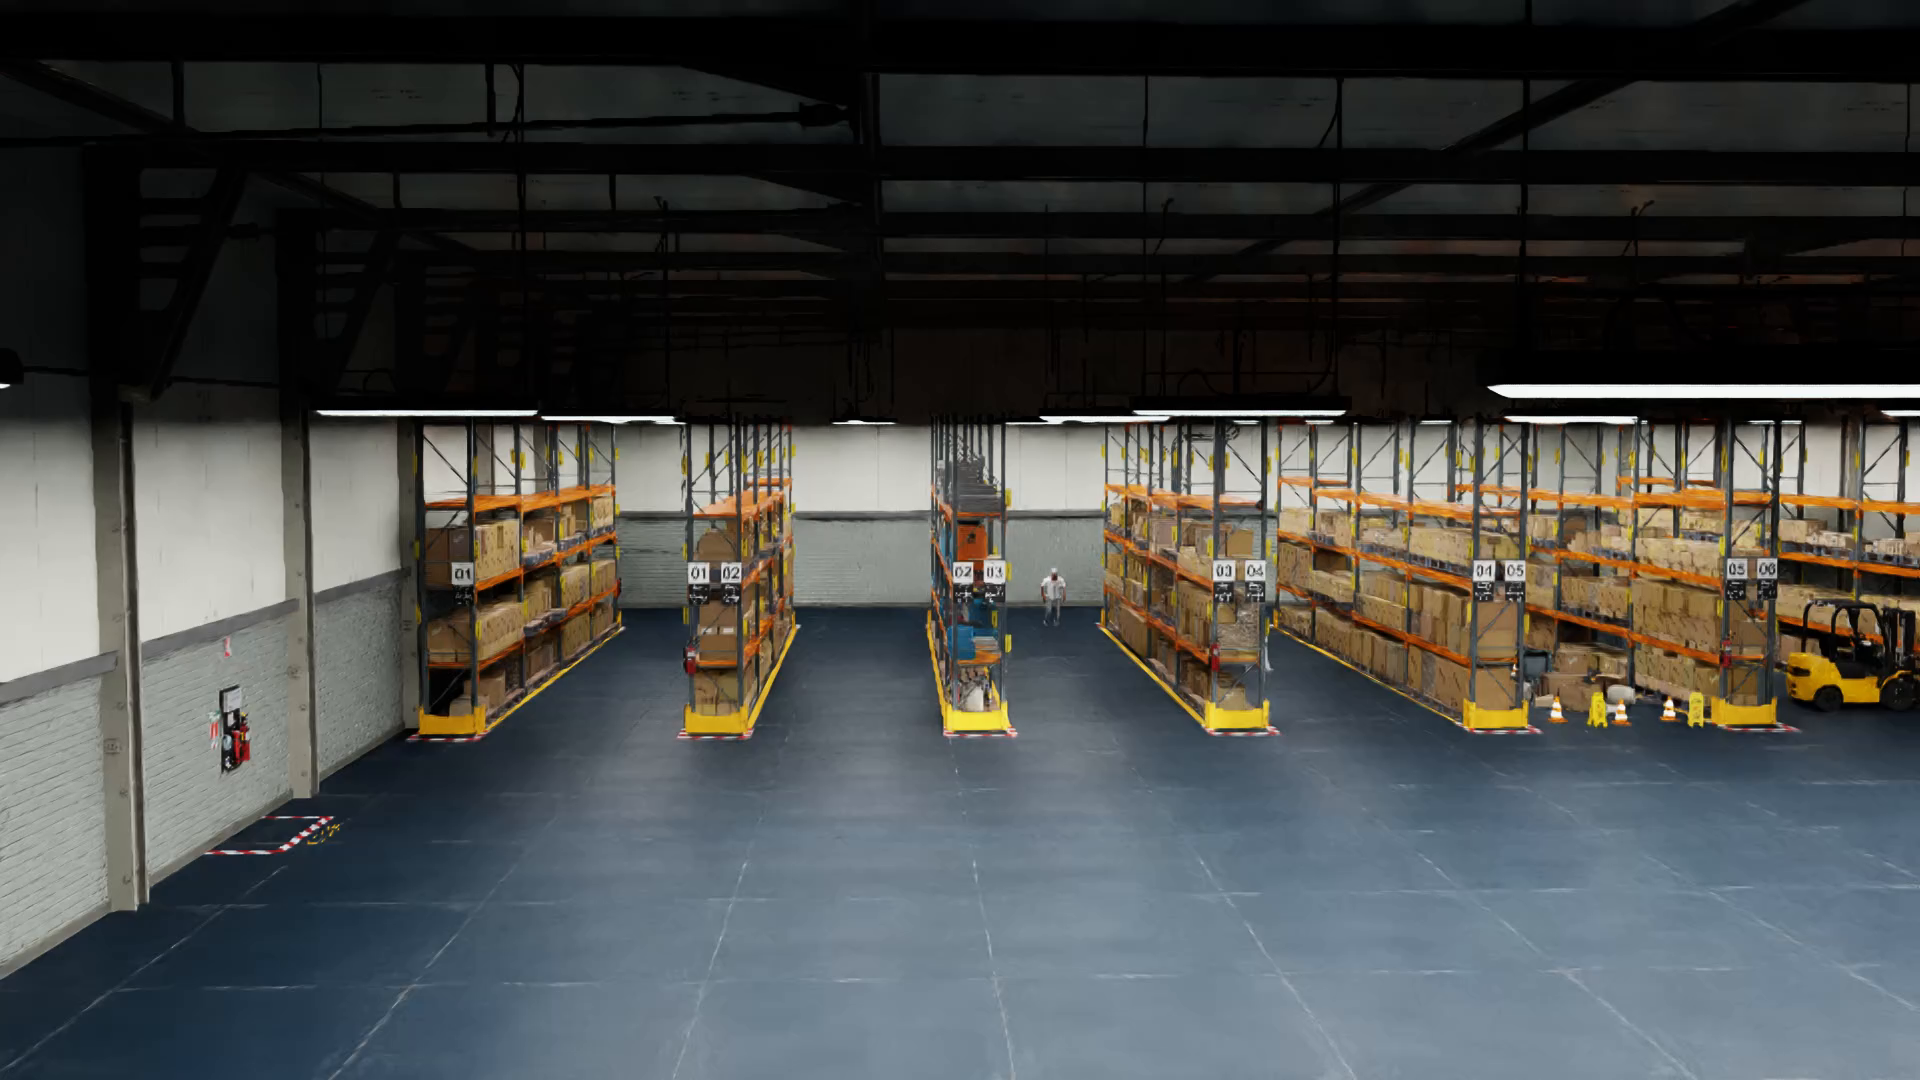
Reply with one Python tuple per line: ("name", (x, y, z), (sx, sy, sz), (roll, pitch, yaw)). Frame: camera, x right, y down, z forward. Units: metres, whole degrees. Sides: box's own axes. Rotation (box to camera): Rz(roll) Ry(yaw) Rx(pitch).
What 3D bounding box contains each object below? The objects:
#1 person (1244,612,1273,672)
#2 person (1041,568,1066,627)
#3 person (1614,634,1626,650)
("person", (6.929, 2.202, 38.893), (0.580, 1.715, 1.103), (-1, 4, -10))
("person", (2.672, 1.639, 47.562), (0.719, 1.714, 0.578), (0, 4, -4))
("person", (16.370, 2.009, 41.401), (0.497, 1.765, 0.625), (2, 4, 29))
